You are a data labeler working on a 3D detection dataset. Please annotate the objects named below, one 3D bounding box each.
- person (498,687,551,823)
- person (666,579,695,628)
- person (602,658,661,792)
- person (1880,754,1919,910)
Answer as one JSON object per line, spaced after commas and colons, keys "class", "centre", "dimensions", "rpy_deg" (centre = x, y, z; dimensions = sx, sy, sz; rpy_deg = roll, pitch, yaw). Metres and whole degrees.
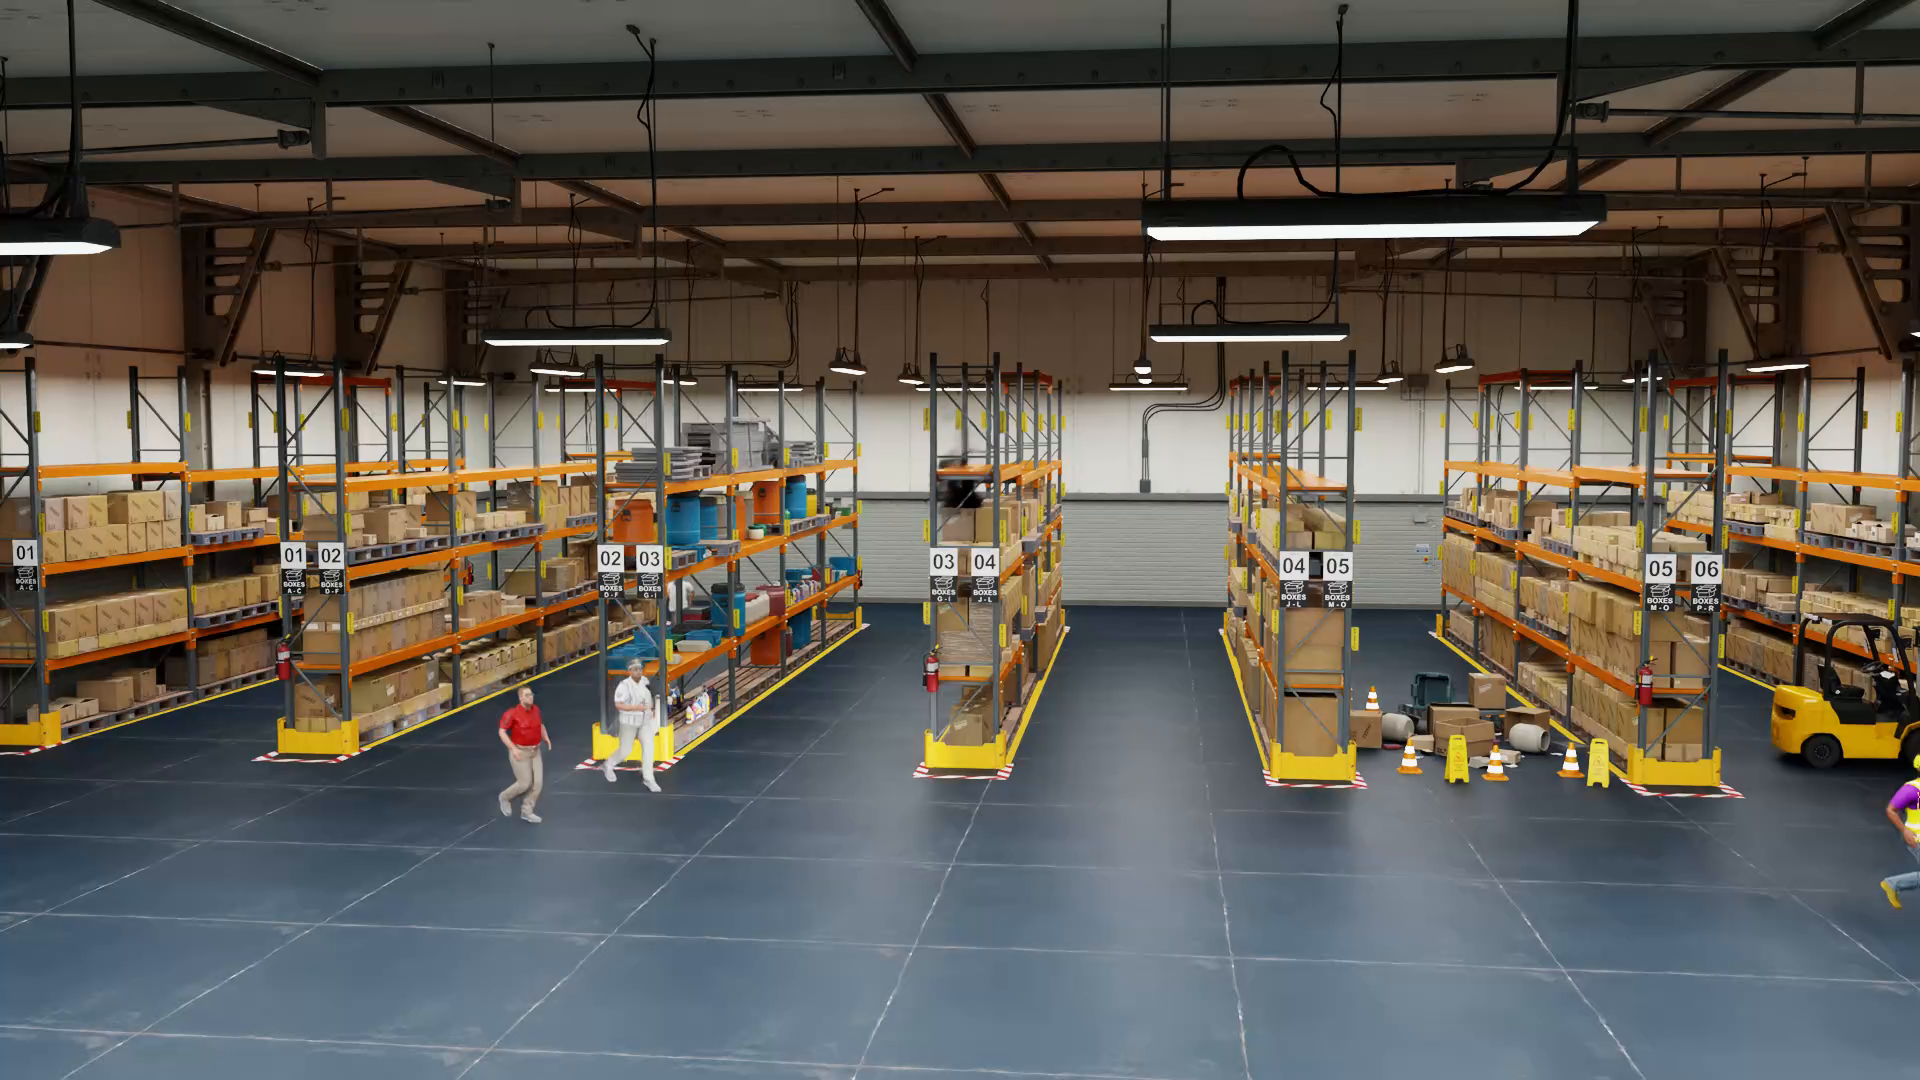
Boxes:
{"class": "person", "centre": [-5.477, 2.686, 20.911], "dimensions": [0.579, 1.702, 0.683], "rpy_deg": [3, 5, 32]}
{"class": "person", "centre": [-6.155, 1.541, 36.268], "dimensions": [0.694, 1.787, 0.957], "rpy_deg": [0, 4, -3]}
{"class": "person", "centre": [-4.476, 2.505, 22.782], "dimensions": [0.983, 1.812, 0.673], "rpy_deg": [4, 6, 44]}
{"class": "person", "centre": [9.514, 2.962, 16.466], "dimensions": [0.705, 1.742, 0.831], "rpy_deg": [-2, 5, -32]}
